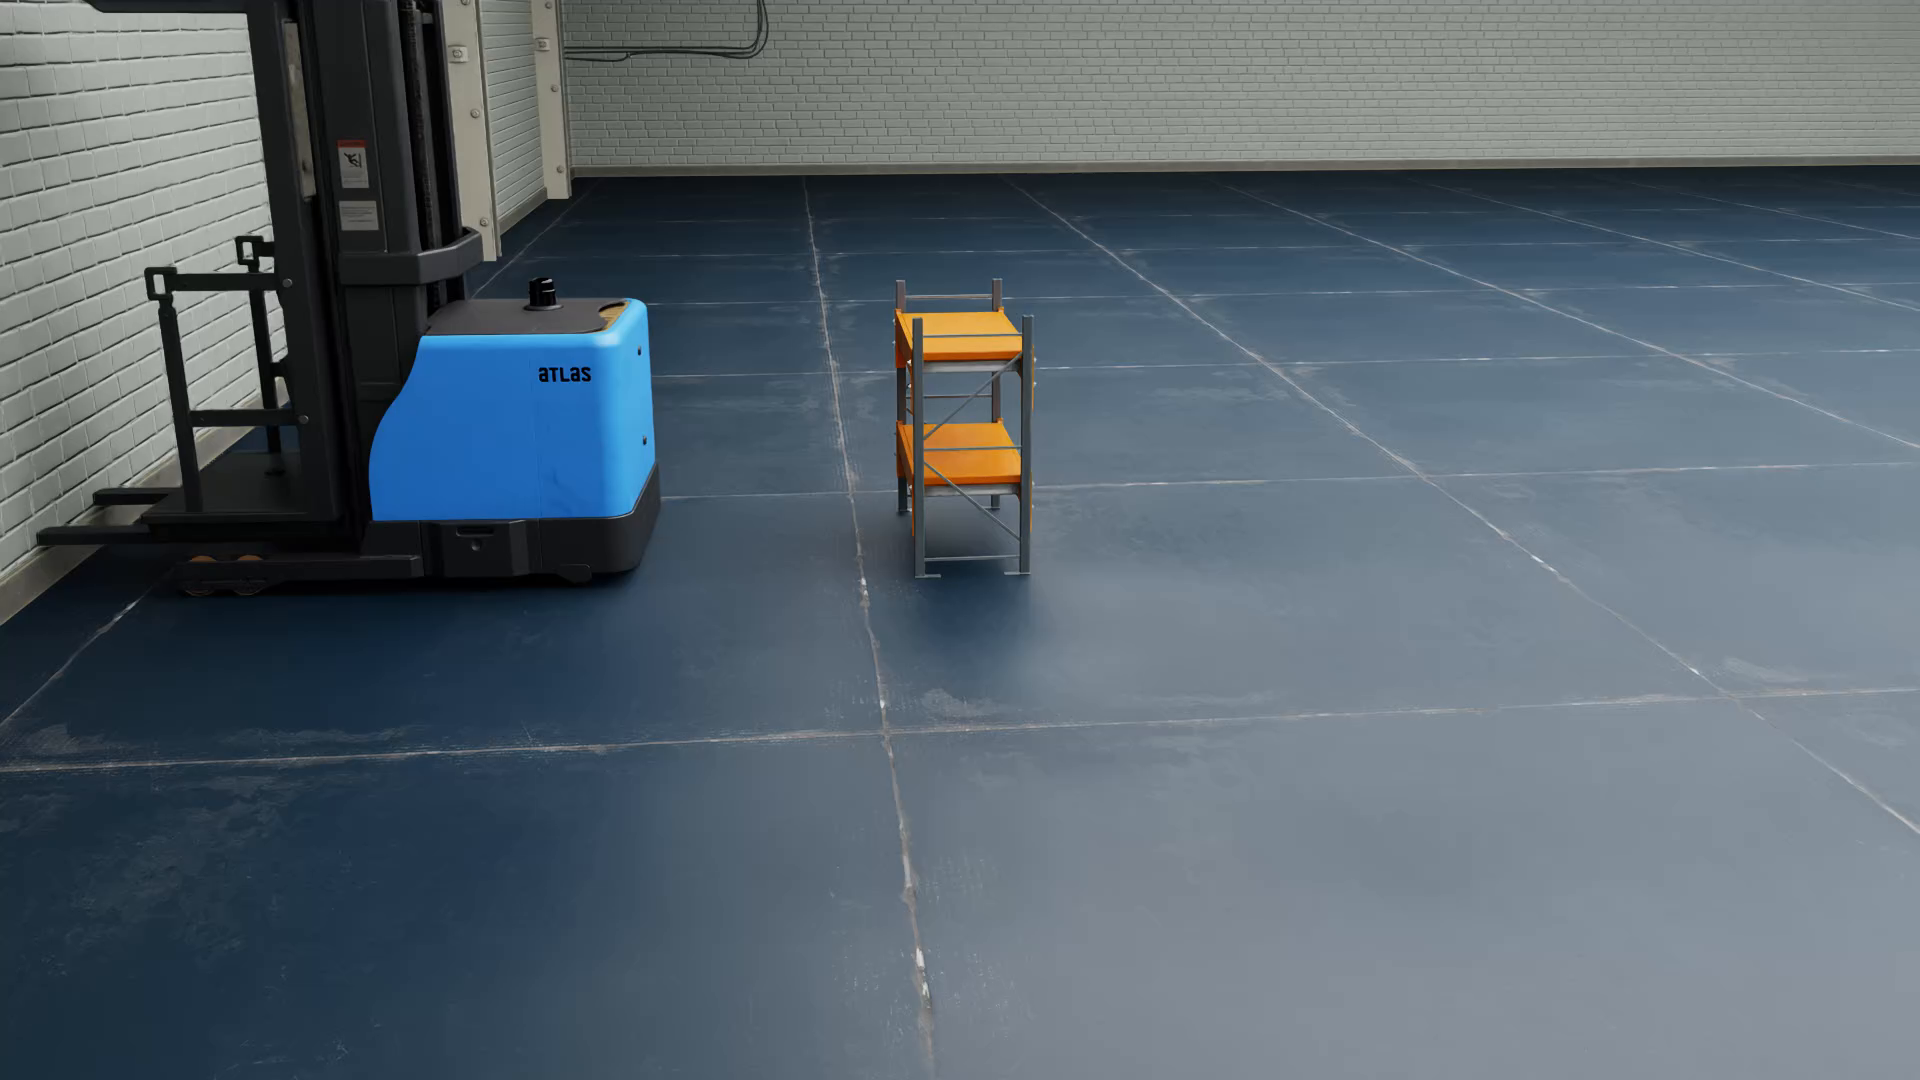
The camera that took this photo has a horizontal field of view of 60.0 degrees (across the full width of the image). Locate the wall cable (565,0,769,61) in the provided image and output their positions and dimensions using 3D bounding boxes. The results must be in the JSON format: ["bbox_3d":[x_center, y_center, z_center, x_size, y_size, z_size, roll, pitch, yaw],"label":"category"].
[{"bbox_3d":[-4.389,-8.340,24.401,3.097,2.526,0.112,-2,18,-6],"label":"wall cable"}]

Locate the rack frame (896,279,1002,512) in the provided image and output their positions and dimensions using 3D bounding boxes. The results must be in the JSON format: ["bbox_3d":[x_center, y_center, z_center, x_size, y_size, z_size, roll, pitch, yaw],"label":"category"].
[{"bbox_3d":[-0.052,-0.686,7.985,0.500,1.125,0.032,-2,18,-6],"label":"rack frame"}]

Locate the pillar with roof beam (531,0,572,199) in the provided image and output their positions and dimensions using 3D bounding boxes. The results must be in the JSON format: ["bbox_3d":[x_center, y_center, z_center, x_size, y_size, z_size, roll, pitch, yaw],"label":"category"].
[{"bbox_3d":[-1.118,-9.036,21.434,9.100,9.000,0.400,-2,18,-6],"label":"pillar with roof beam"}]

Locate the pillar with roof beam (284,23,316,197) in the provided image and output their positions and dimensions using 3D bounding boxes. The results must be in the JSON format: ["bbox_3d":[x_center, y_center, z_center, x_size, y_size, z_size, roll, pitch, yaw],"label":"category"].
[{"bbox_3d":[0.120,-5.460,10.046,9.100,9.000,0.400,-2,18,-6],"label":"pillar with roof beam"}]

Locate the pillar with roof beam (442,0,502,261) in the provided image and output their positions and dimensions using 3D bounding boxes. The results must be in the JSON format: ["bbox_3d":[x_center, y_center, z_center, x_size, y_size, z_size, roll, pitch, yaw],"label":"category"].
[{"bbox_3d":[-0.499,-7.248,15.740,9.100,9.000,0.400,-2,18,-6],"label":"pillar with roof beam"}]

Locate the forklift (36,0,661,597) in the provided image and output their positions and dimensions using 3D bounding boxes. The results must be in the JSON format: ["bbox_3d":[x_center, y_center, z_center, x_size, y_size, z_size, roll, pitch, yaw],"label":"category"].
[{"bbox_3d":[-2.912,-1.326,7.007,3.031,2.935,1.130,-1,17,-3],"label":"forklift"}]

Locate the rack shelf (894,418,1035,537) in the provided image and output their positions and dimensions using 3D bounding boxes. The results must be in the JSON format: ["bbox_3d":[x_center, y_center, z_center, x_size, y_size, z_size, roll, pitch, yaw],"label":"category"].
[{"bbox_3d":[0.001,-0.301,7.575,0.538,0.278,1.000,-2,18,-6],"label":"rack shelf"}]

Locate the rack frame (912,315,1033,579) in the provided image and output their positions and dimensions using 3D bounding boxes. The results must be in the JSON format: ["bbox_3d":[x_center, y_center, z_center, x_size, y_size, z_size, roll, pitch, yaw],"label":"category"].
[{"bbox_3d":[0.053,-0.383,7.020,0.500,1.125,0.032,-2,18,-6],"label":"rack frame"}]

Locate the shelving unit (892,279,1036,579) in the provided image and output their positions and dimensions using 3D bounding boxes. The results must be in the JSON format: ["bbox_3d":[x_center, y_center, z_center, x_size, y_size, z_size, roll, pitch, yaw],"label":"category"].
[{"bbox_3d":[0.001,-0.535,7.502,0.538,1.125,1.048,-2,18,-6],"label":"shelving unit"}]

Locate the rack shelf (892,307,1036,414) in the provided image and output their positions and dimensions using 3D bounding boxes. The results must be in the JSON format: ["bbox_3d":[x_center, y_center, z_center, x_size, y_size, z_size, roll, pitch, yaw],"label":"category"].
[{"bbox_3d":[0.001,-0.814,7.415,0.538,0.278,1.000,-2,18,-6],"label":"rack shelf"}]
